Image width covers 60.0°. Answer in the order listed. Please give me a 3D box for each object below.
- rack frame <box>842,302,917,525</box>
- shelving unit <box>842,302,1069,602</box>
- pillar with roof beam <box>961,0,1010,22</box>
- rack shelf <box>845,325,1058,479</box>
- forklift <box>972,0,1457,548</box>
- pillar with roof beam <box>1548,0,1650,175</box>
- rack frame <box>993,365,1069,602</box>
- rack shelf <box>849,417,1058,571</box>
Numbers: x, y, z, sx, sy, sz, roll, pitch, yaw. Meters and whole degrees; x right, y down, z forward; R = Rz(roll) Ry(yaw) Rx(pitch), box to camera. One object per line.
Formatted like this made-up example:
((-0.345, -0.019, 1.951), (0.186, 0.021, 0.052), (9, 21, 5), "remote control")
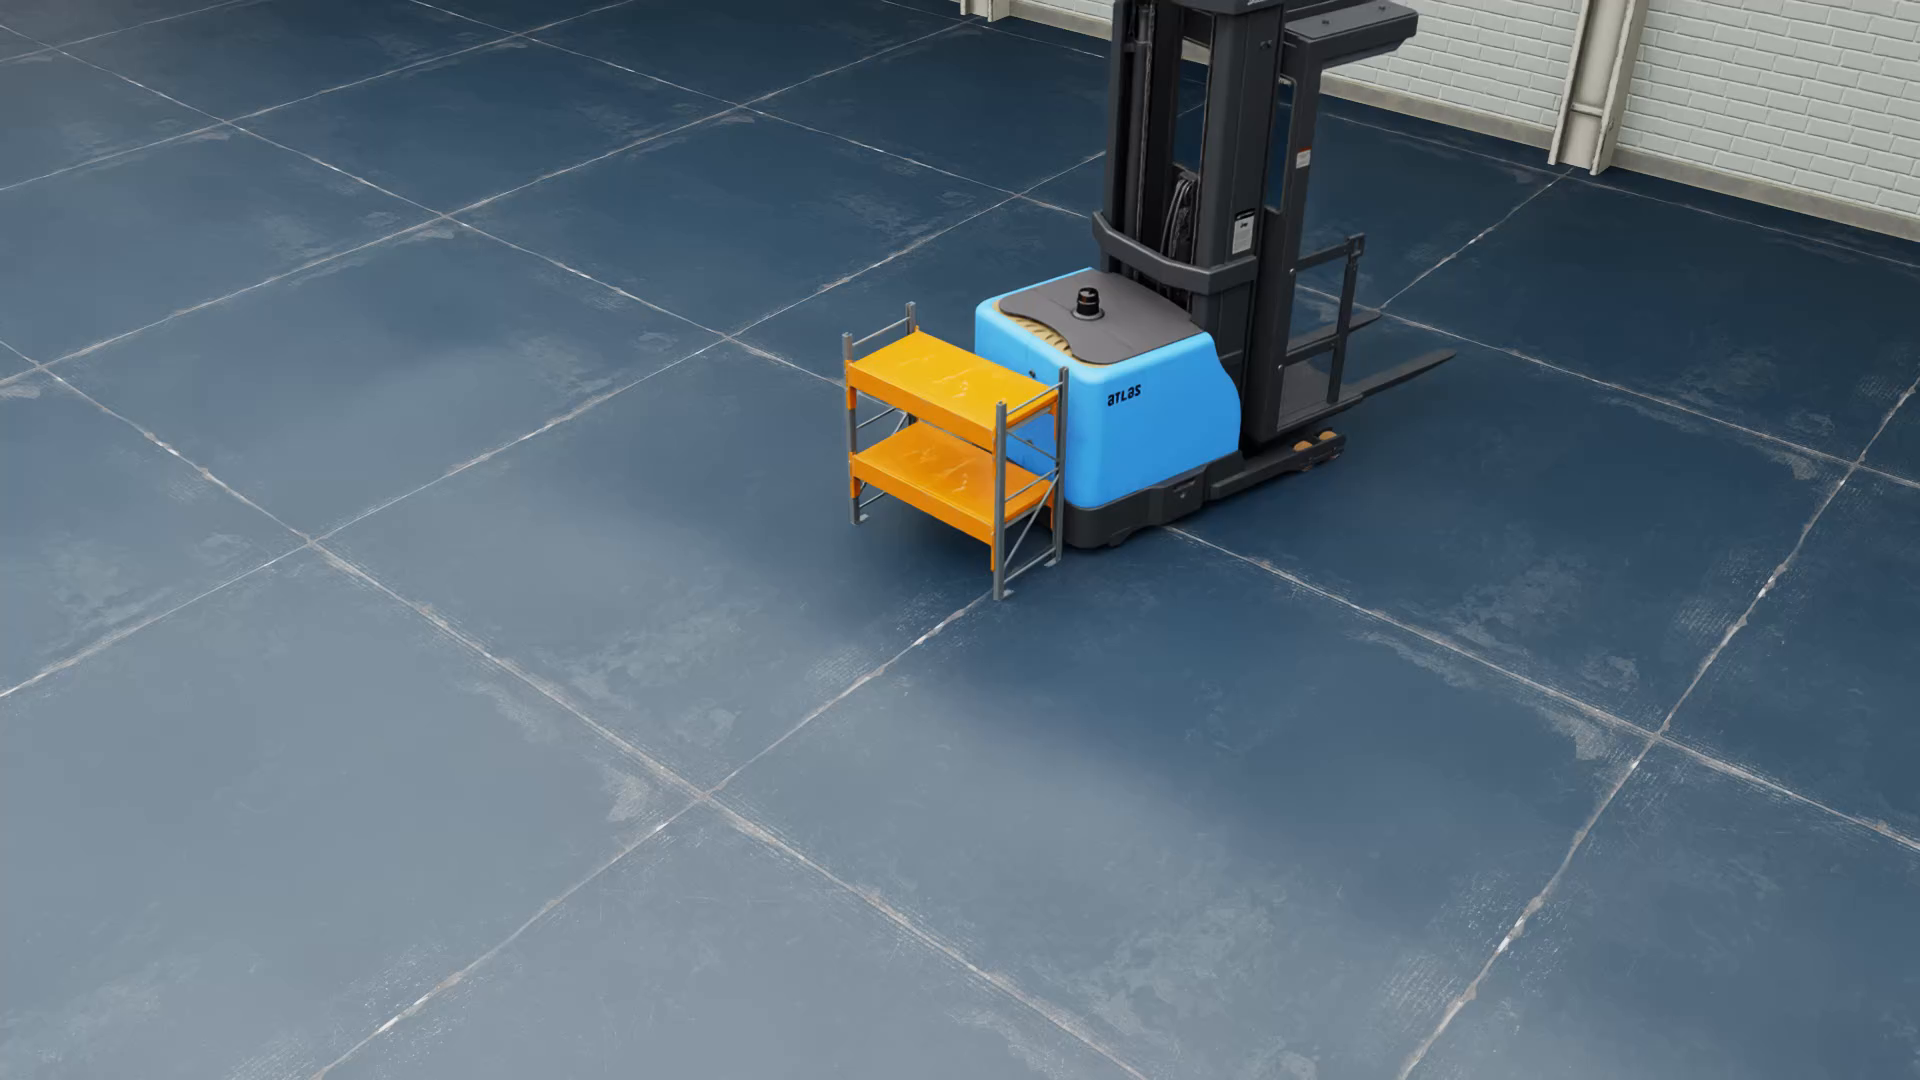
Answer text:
((-0.407, -0.652, 8.706), (0.032, 1.125, 0.500), (27, 43, 34), "rack frame")
((-0.031, -0.459, 8.424), (1.048, 1.125, 0.538), (27, 43, 34), "shelving unit")
((-2.503, -6.965, 10.943), (0.400, 9.000, 9.100), (25, 42, 32), "pillar with roof beam")
((-0.031, -0.700, 8.259), (1.000, 0.278, 0.538), (27, 43, 34), "rack shelf")
((1.563, -1.817, 8.806), (3.031, 2.935, 1.130), (-22, 40, -28), "forklift")
((2.109, -4.792, 7.778), (0.400, 9.000, 9.100), (25, 42, 32), "pillar with roof beam")
((0.345, -0.265, 8.142), (0.032, 1.125, 0.500), (27, 43, 34), "rack frame")
((-0.031, -0.257, 8.563), (1.000, 0.278, 0.538), (27, 43, 34), "rack shelf")
